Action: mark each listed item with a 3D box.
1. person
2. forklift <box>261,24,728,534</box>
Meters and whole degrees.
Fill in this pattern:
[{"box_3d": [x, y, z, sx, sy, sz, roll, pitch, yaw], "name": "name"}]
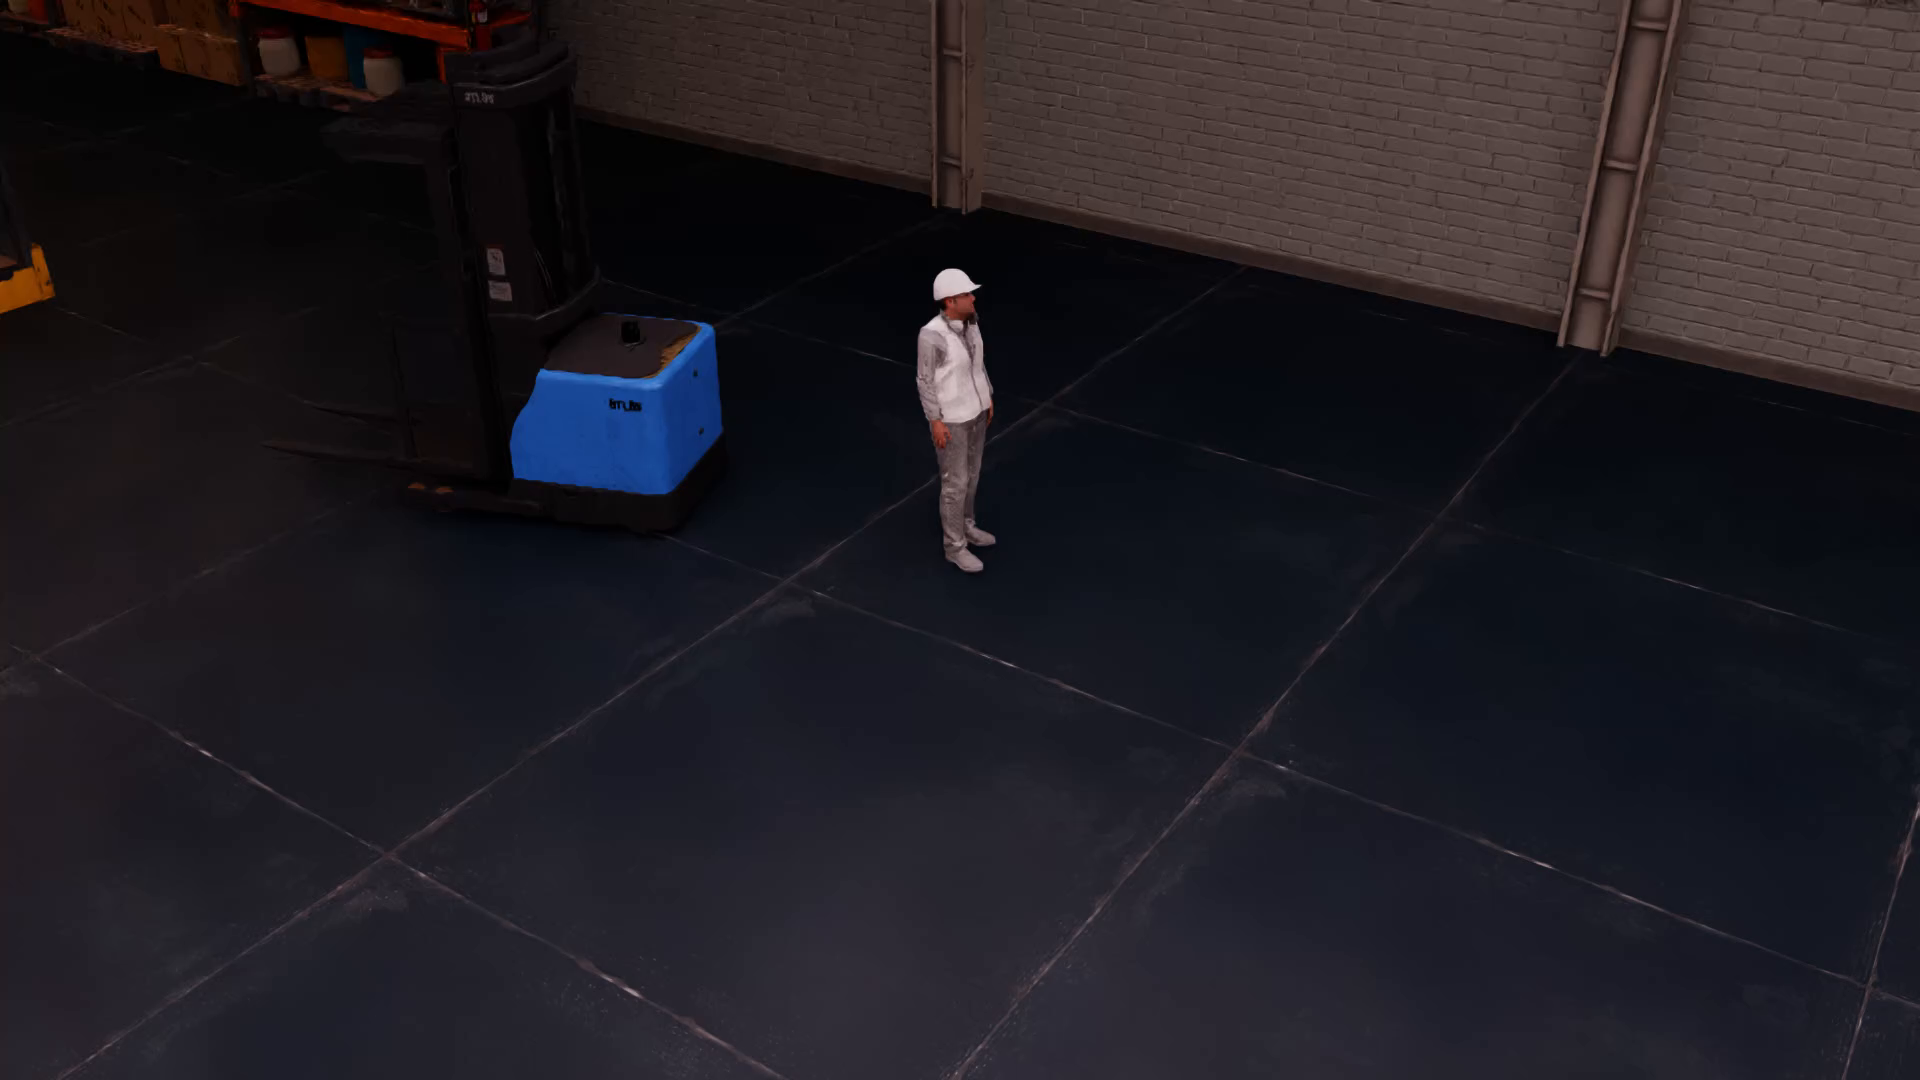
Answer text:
[{"box_3d": [0.047, -0.753, 10.015, 0.567, 1.773, 0.632, 19, 35, 29], "name": "person"}, {"box_3d": [-3.148, -1.695, 10.501, 3.031, 2.935, 1.130, 7, 31, 12], "name": "forklift"}]
